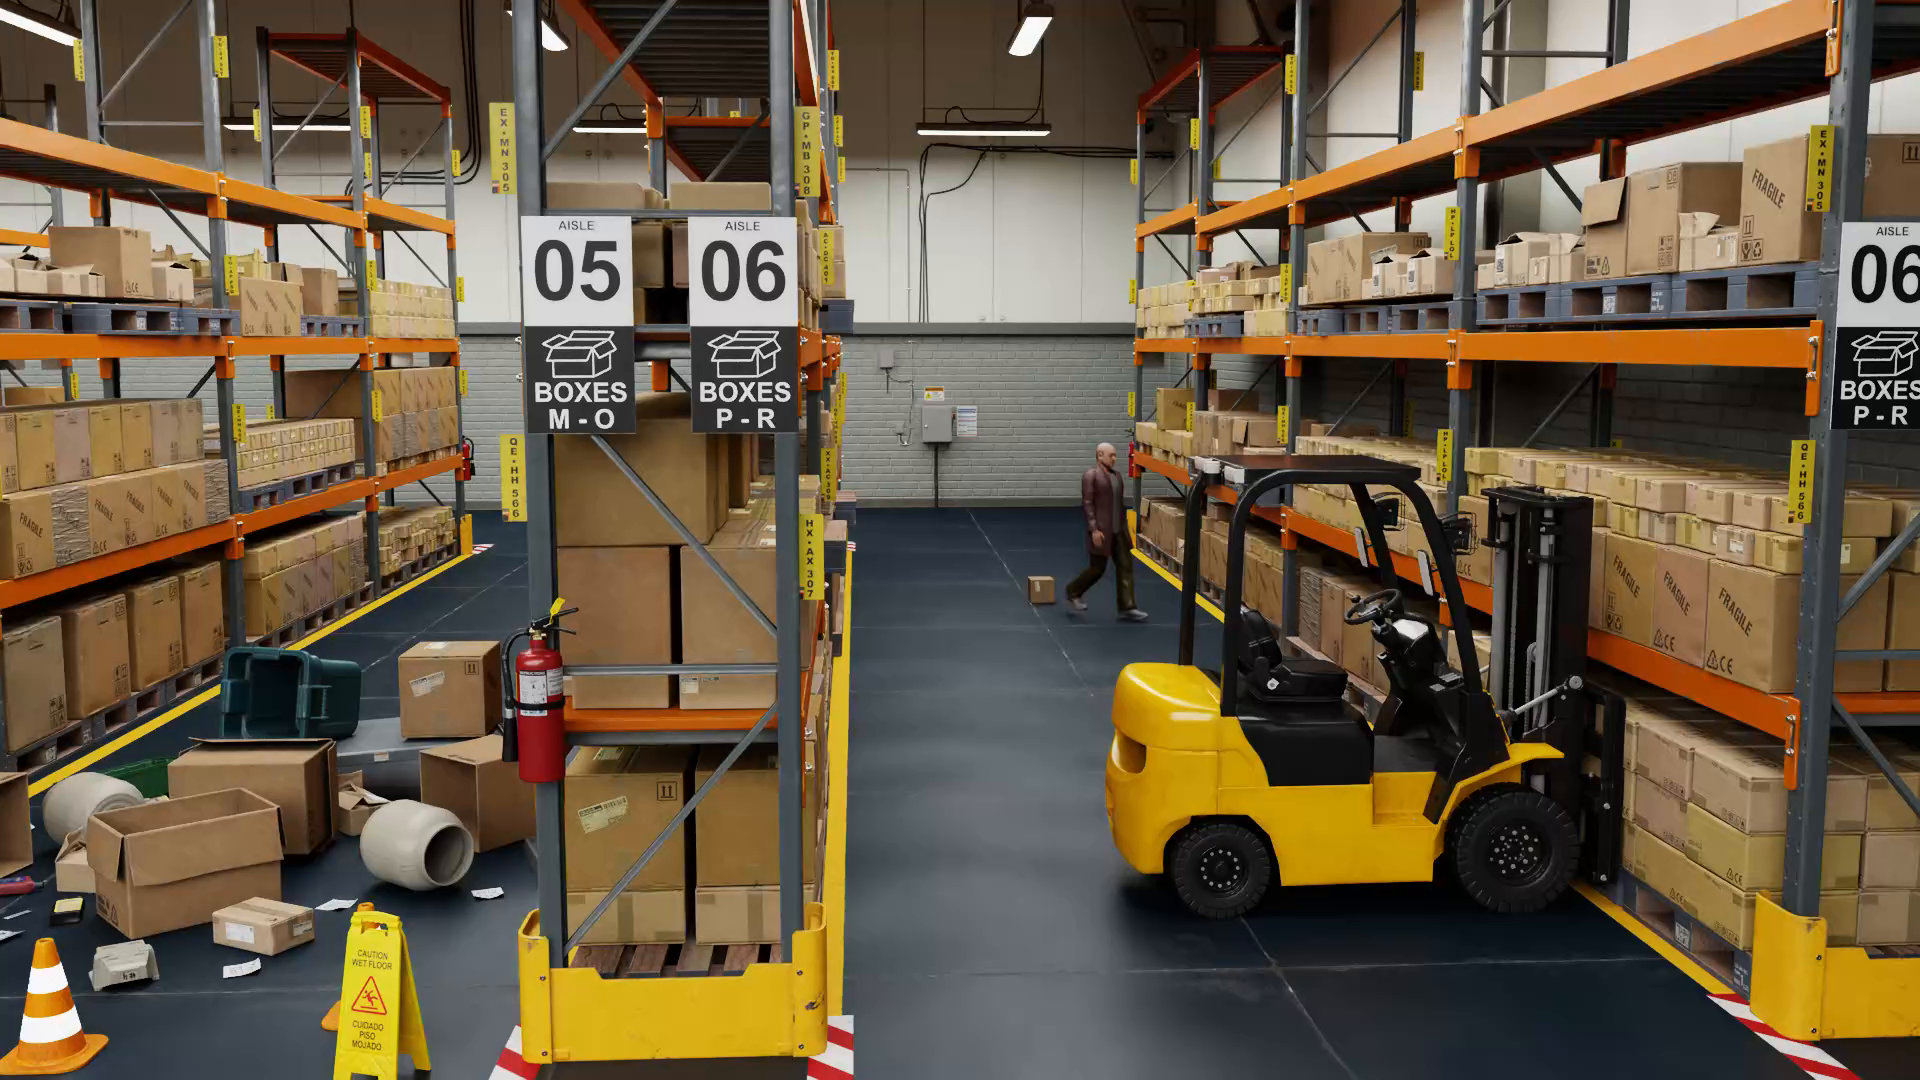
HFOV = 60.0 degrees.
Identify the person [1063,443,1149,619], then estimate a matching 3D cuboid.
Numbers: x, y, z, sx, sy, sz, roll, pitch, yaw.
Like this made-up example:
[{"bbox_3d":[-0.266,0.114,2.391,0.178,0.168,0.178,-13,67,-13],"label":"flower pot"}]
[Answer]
[{"bbox_3d":[1.471,-0.096,16.657,0.603,1.748,0.971,-6,9,-40],"label":"person"}]
